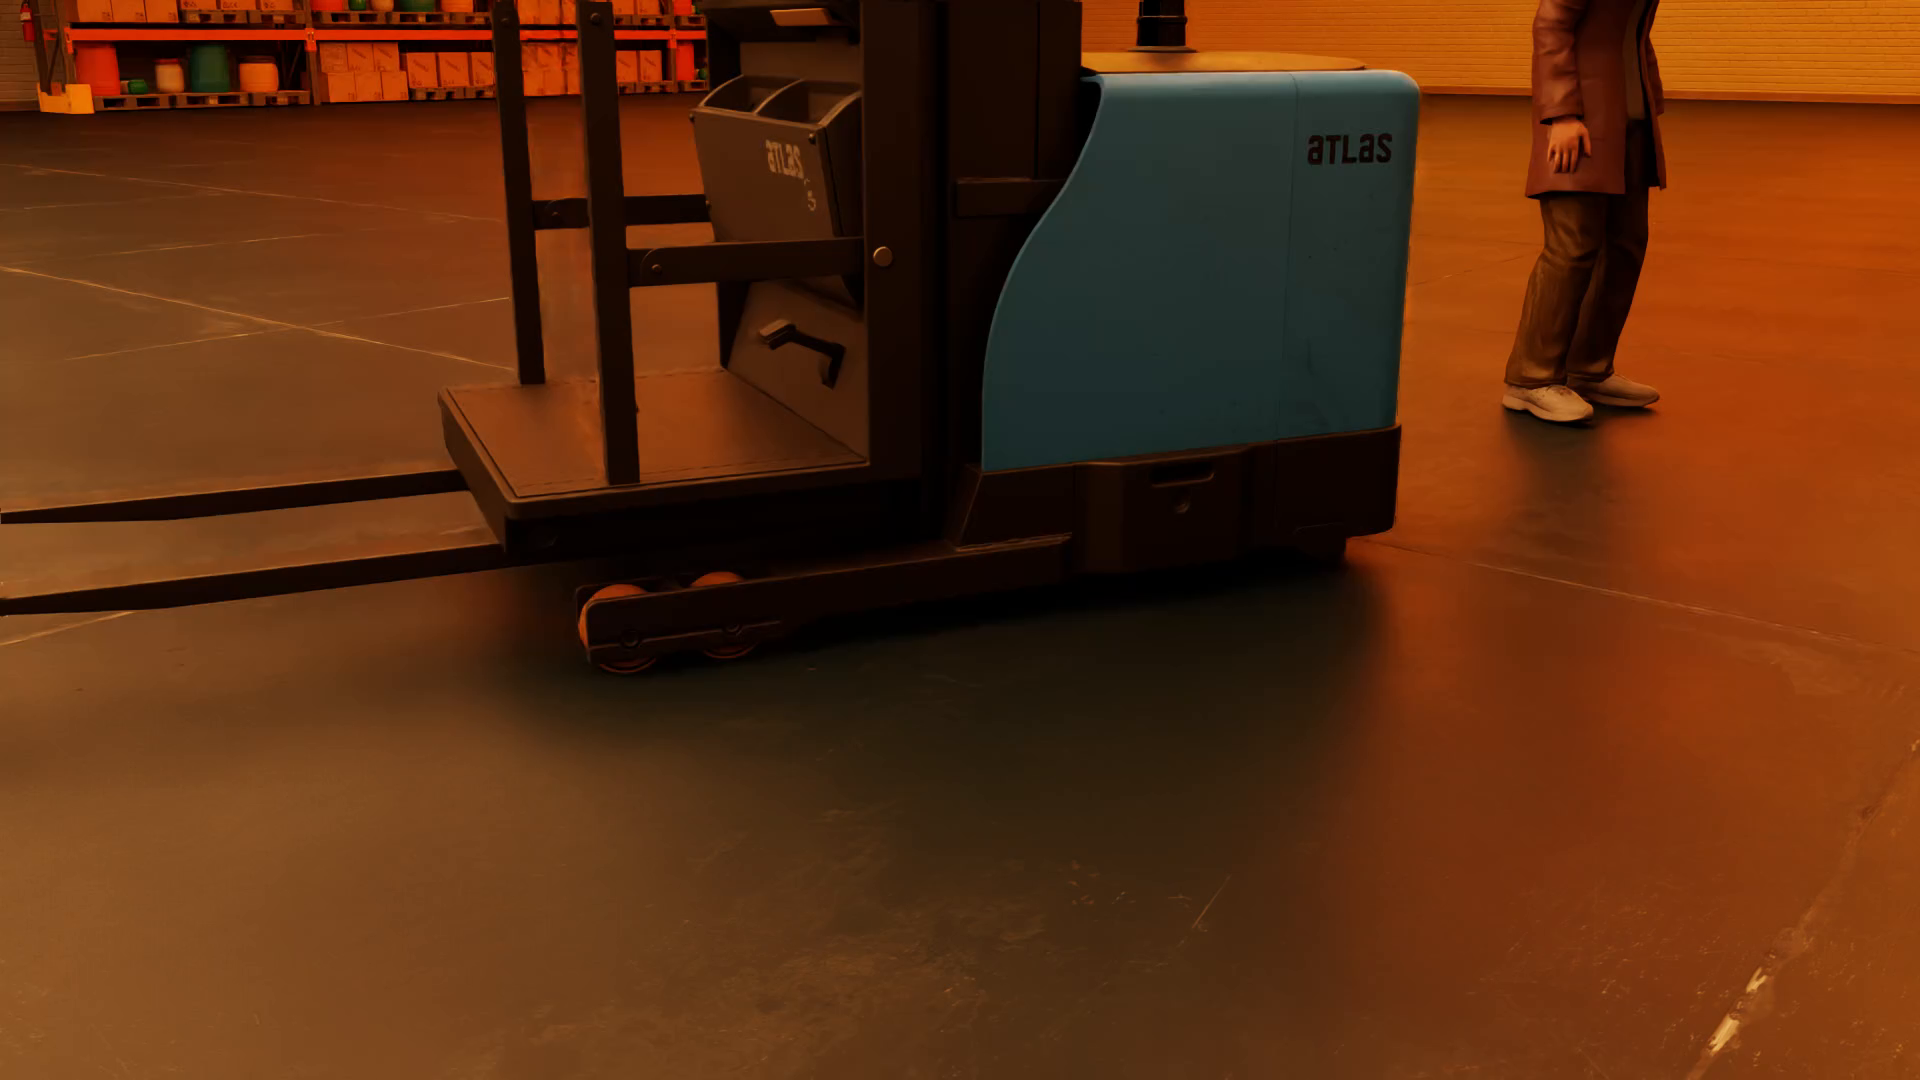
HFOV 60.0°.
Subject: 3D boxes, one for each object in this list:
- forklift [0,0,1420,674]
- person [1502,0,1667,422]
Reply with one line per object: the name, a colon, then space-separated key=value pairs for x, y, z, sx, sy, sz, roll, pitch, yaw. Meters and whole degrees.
forklift: x=-0.570 y=-1.325 z=3.261 sx=3.031 sy=2.935 sz=1.130 roll=-7 pitch=18 yaw=-22
person: x=1.979 y=-1.282 z=5.113 sx=0.644 sy=1.772 sz=0.430 roll=-14 pitch=22 yaw=-39
